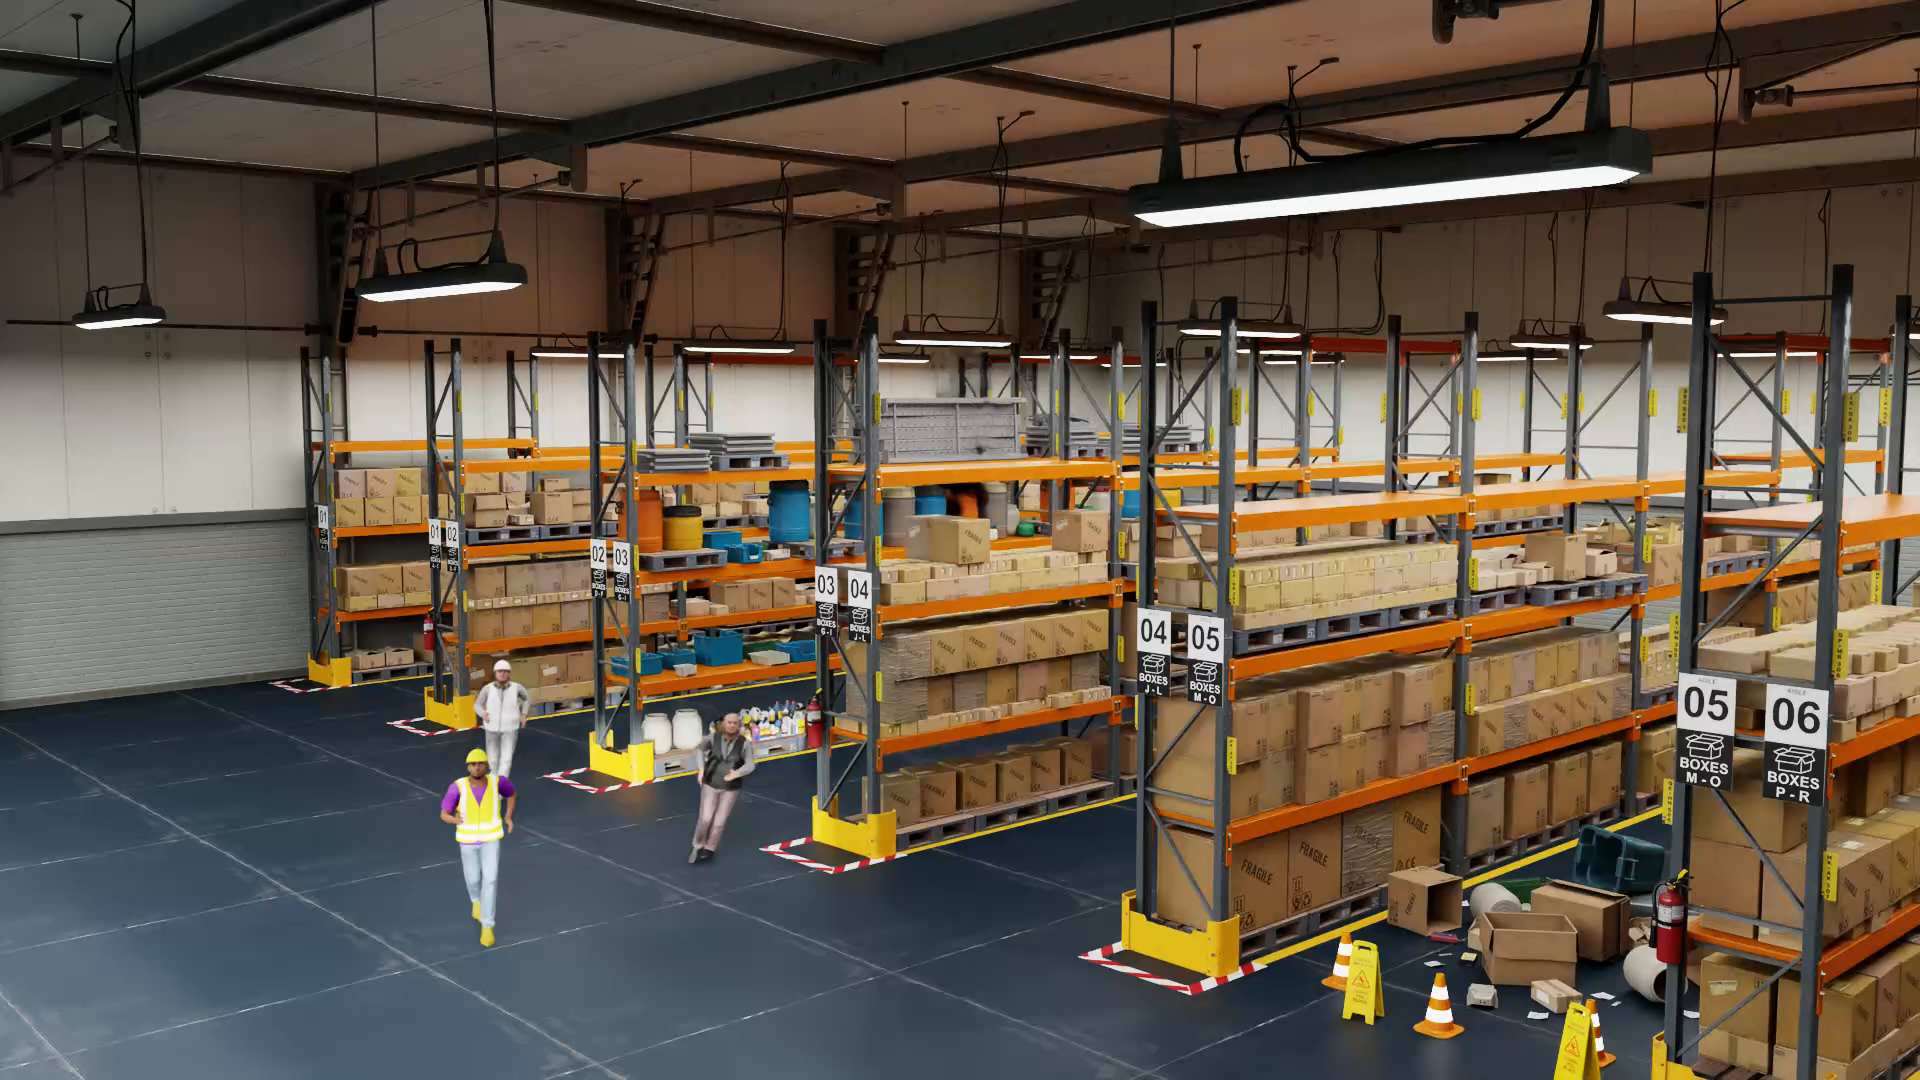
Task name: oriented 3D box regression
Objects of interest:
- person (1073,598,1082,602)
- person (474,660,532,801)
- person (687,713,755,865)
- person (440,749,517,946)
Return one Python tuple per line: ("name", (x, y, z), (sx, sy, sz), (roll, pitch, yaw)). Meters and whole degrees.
("person", (2.562, 1.389, 32.870), (0.628, 1.784, 0.692), (4, 7, 40))
("person", (-5.832, 2.413, 21.176), (0.695, 1.777, 0.974), (-1, 5, -7))
("person", (-2.640, 2.737, 18.312), (0.758, 1.686, 0.640), (-1, 5, -9))
("person", (-4.578, 2.865, 15.830), (0.695, 1.771, 0.942), (-1, 5, -14))
